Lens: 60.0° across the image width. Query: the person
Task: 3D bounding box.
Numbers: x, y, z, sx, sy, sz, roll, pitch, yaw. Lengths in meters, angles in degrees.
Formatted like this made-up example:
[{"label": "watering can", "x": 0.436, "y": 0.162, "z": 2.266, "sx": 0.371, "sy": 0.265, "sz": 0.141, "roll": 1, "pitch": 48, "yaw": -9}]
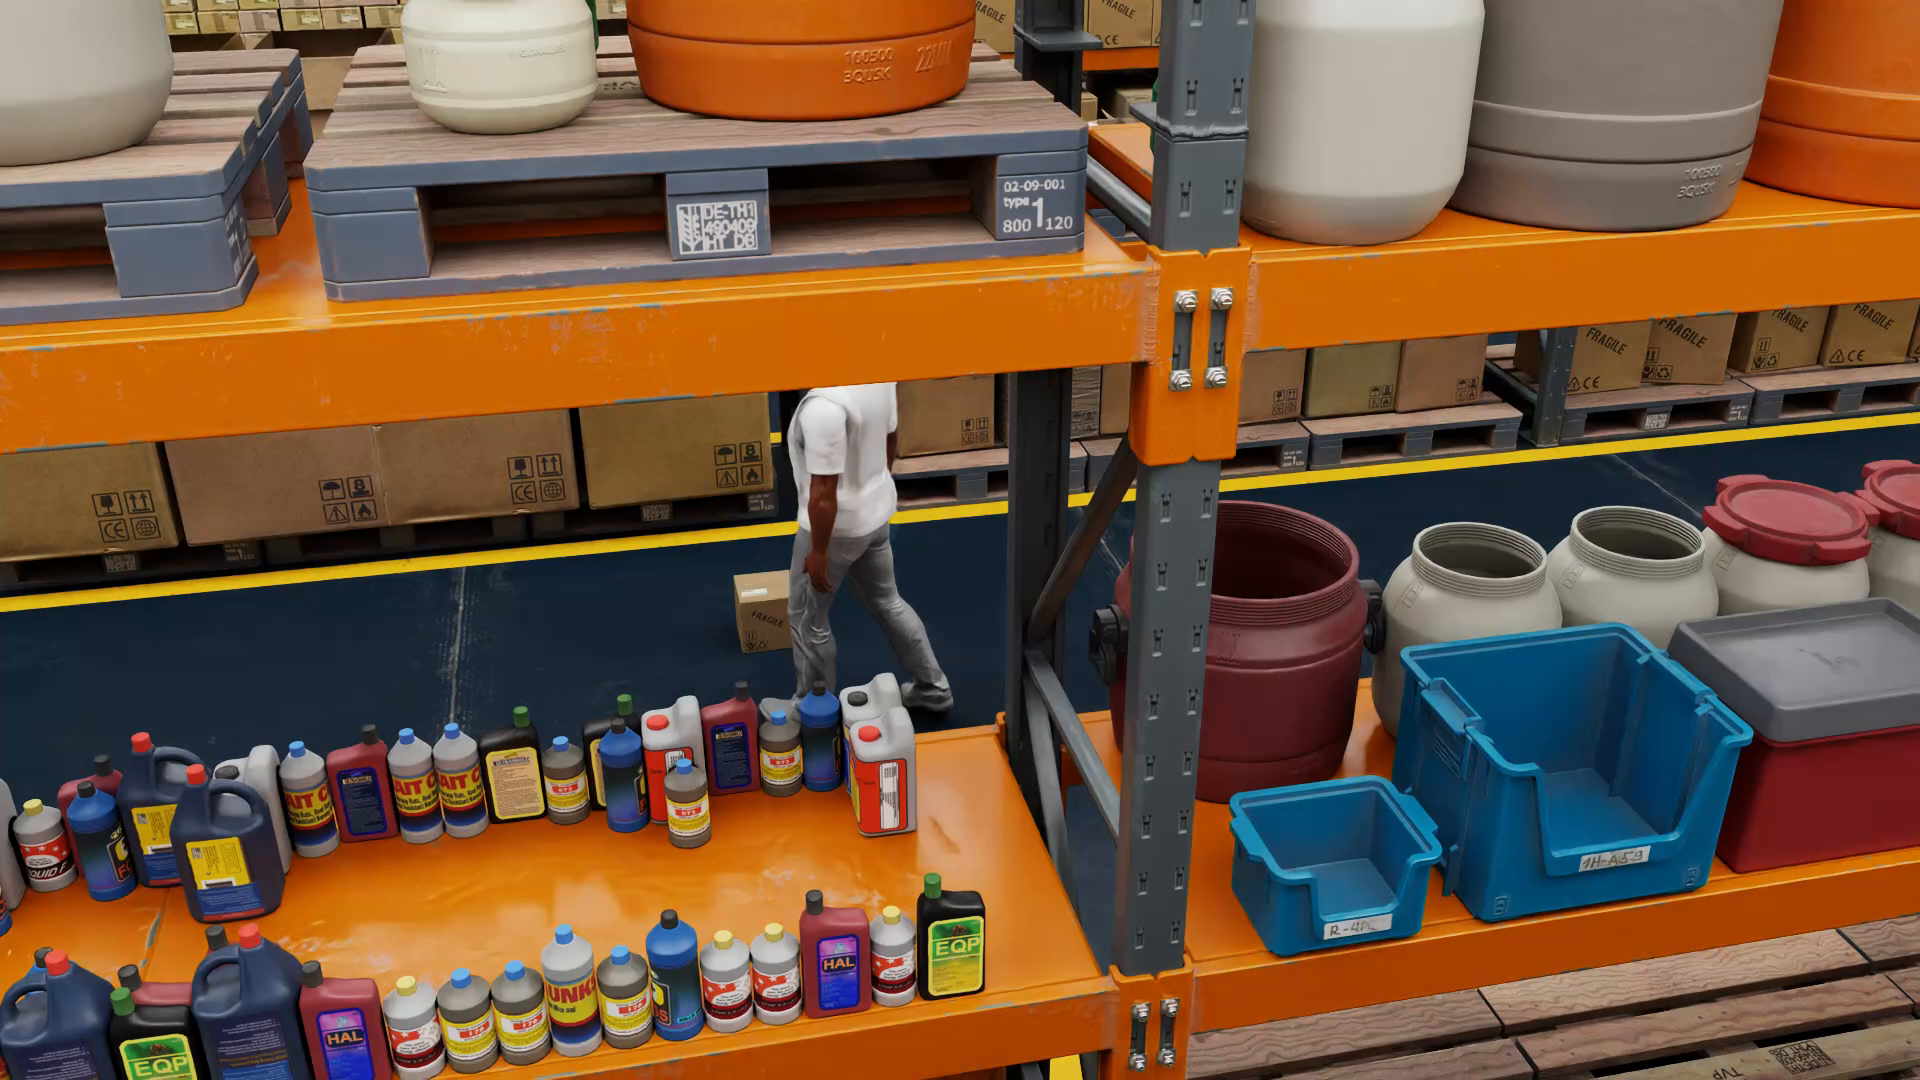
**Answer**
[{"label": "person", "x": -0.400, "y": -0.083, "z": 6.270, "sx": 0.723, "sy": 1.755, "sz": 0.635, "roll": 12, "pitch": 29, "yaw": 23}]
